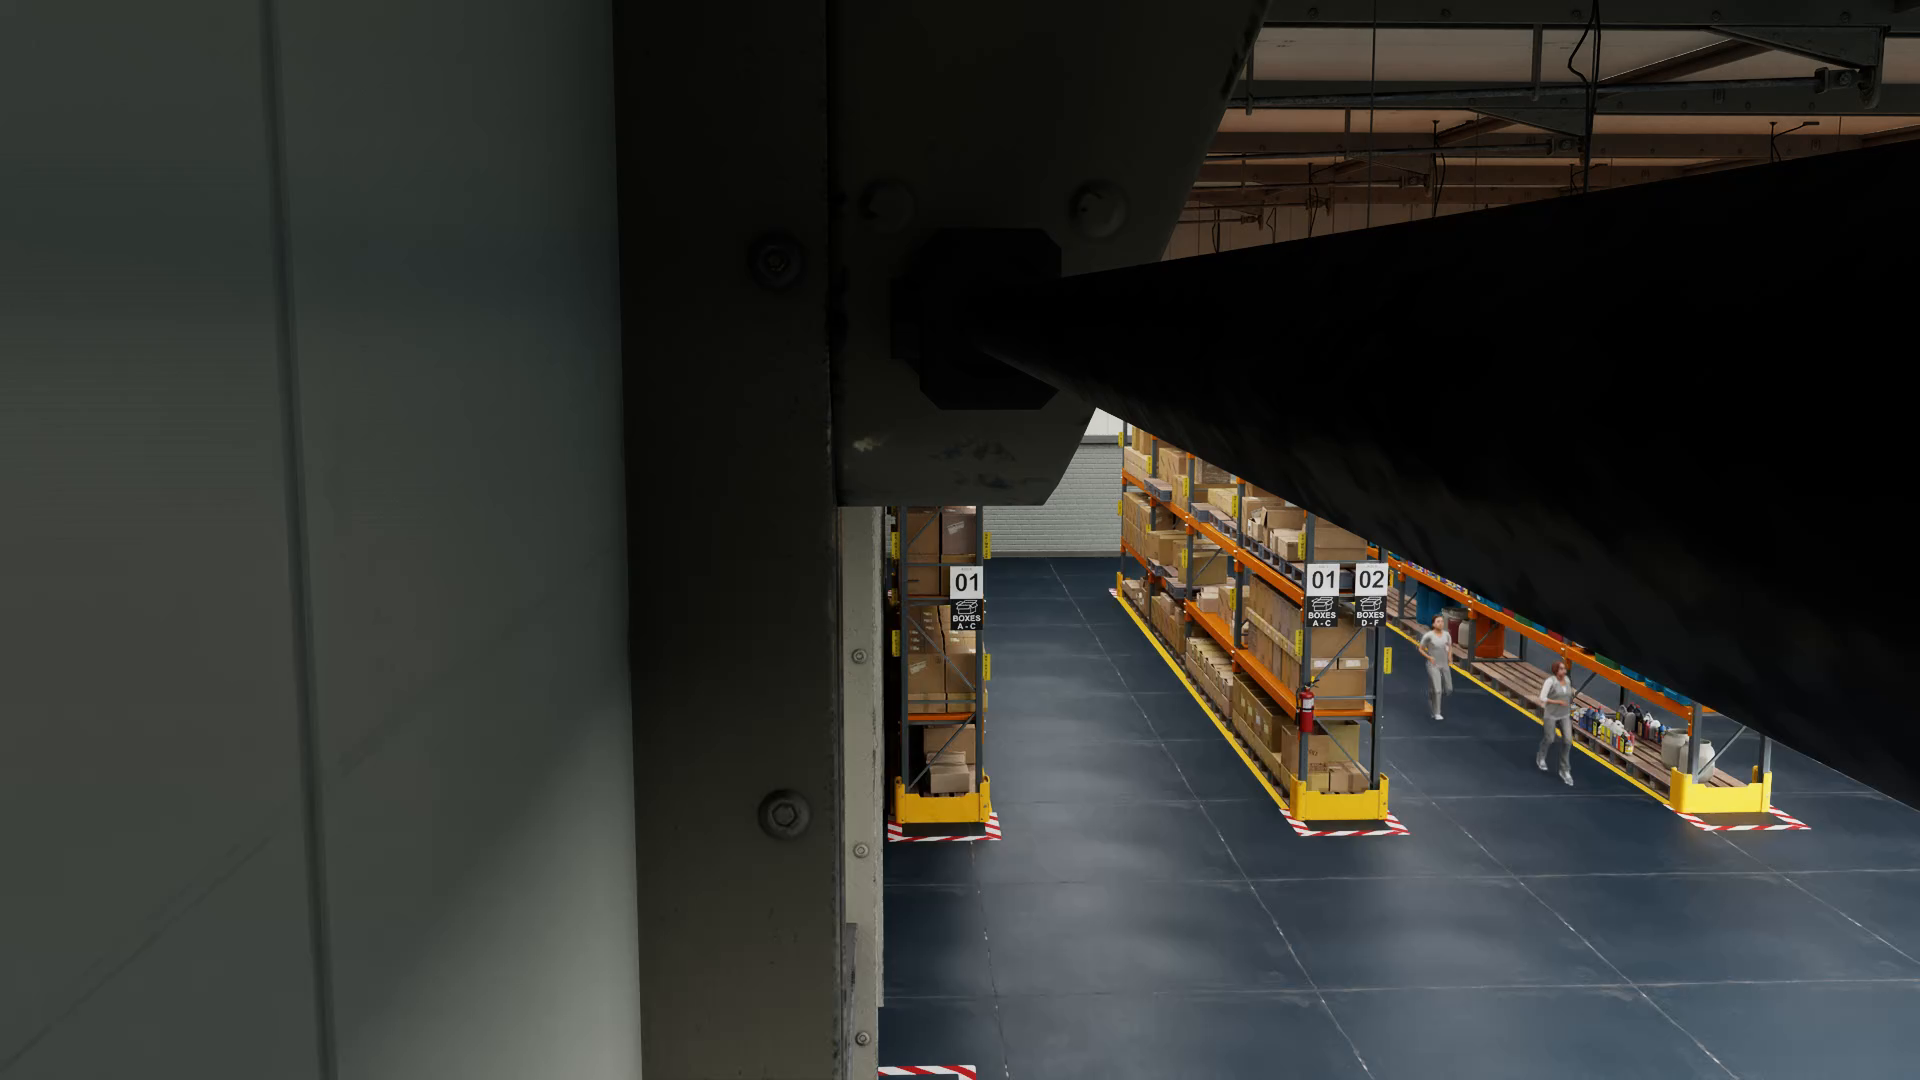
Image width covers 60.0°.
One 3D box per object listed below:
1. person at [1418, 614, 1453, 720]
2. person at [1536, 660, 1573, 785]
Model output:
[{"bbox_3d":[7.328,1.940,25.592,0.561,1.619,0.591,-1,8,-10],"label":"person"},{"bbox_3d":[7.990,2.401,22.348,0.528,1.633,0.750,-1,8,-8],"label":"person"}]
